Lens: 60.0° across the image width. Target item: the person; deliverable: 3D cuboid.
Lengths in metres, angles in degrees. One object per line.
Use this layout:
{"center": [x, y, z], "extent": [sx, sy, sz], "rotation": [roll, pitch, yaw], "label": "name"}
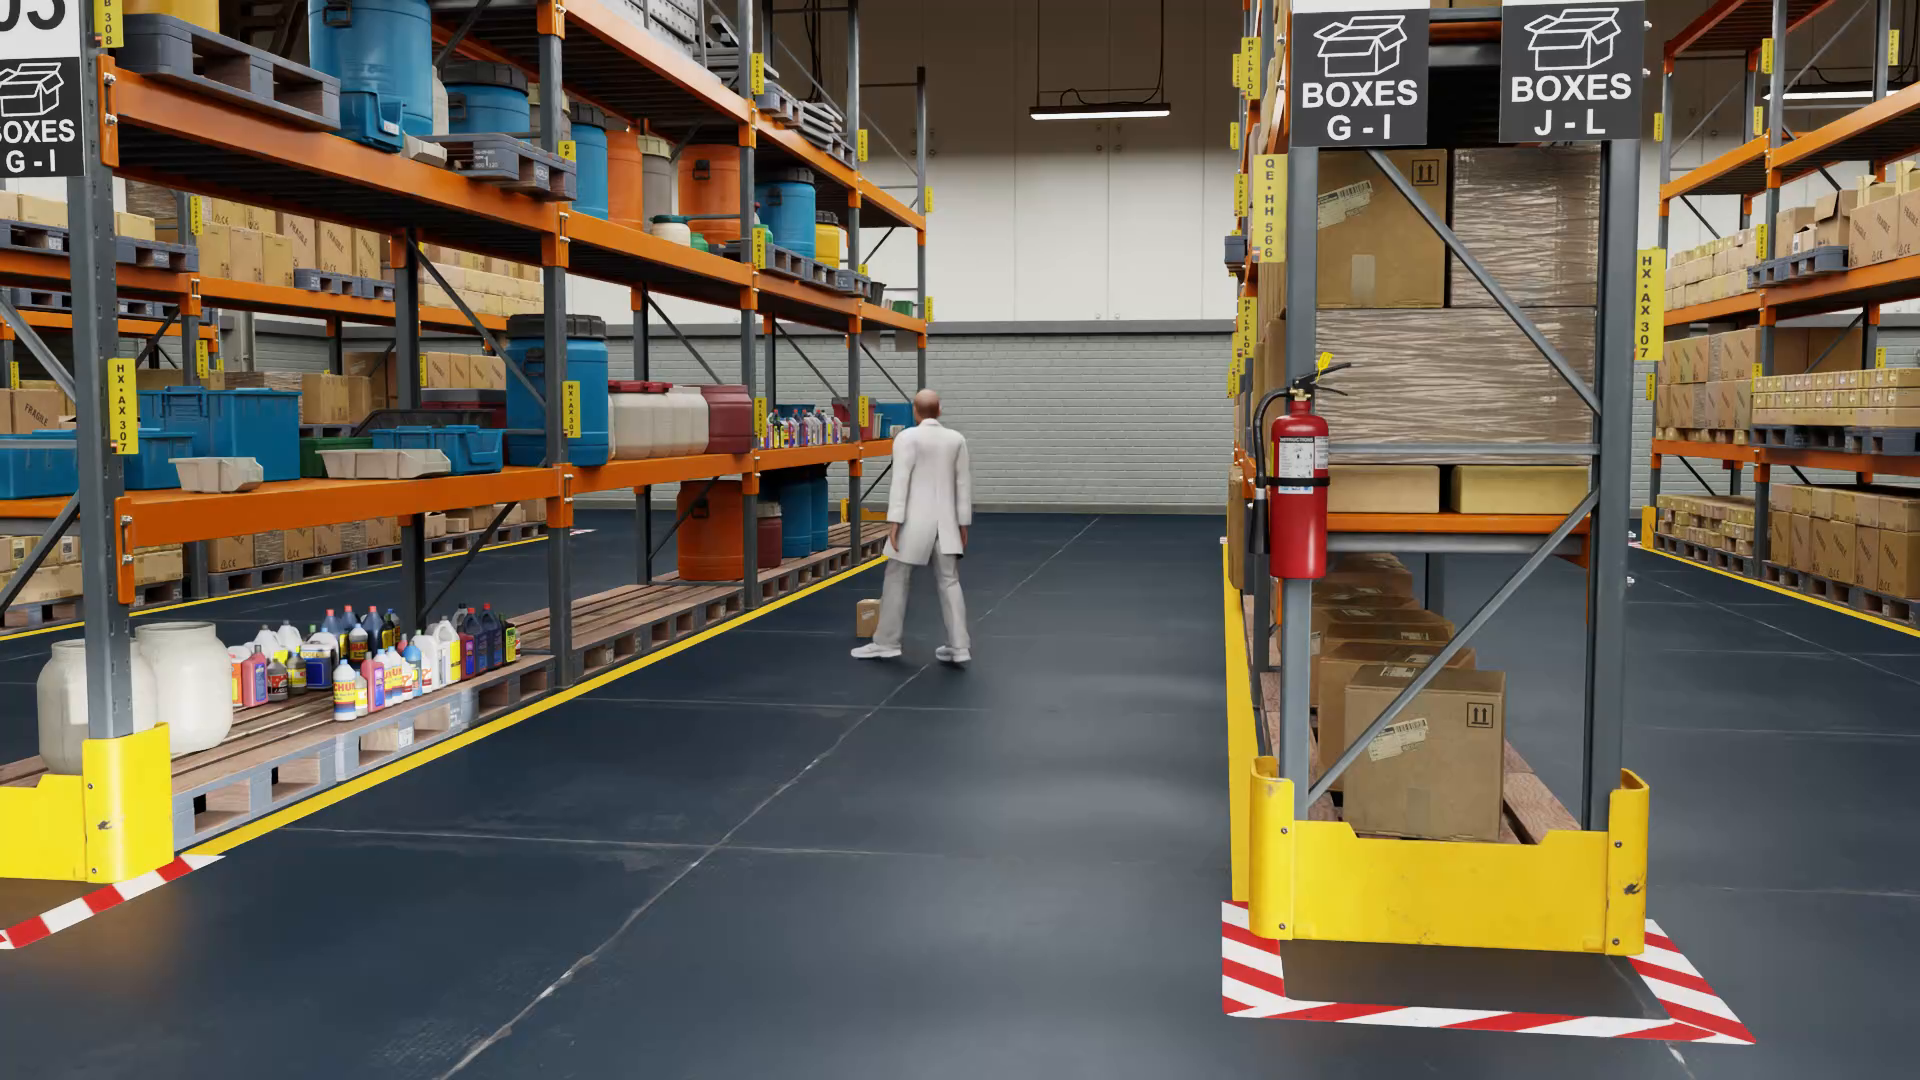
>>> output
{"center": [-0.232, -0.092, 10.776], "extent": [0.685, 1.767, 0.820], "rotation": [-3, 5, -30], "label": "person"}
